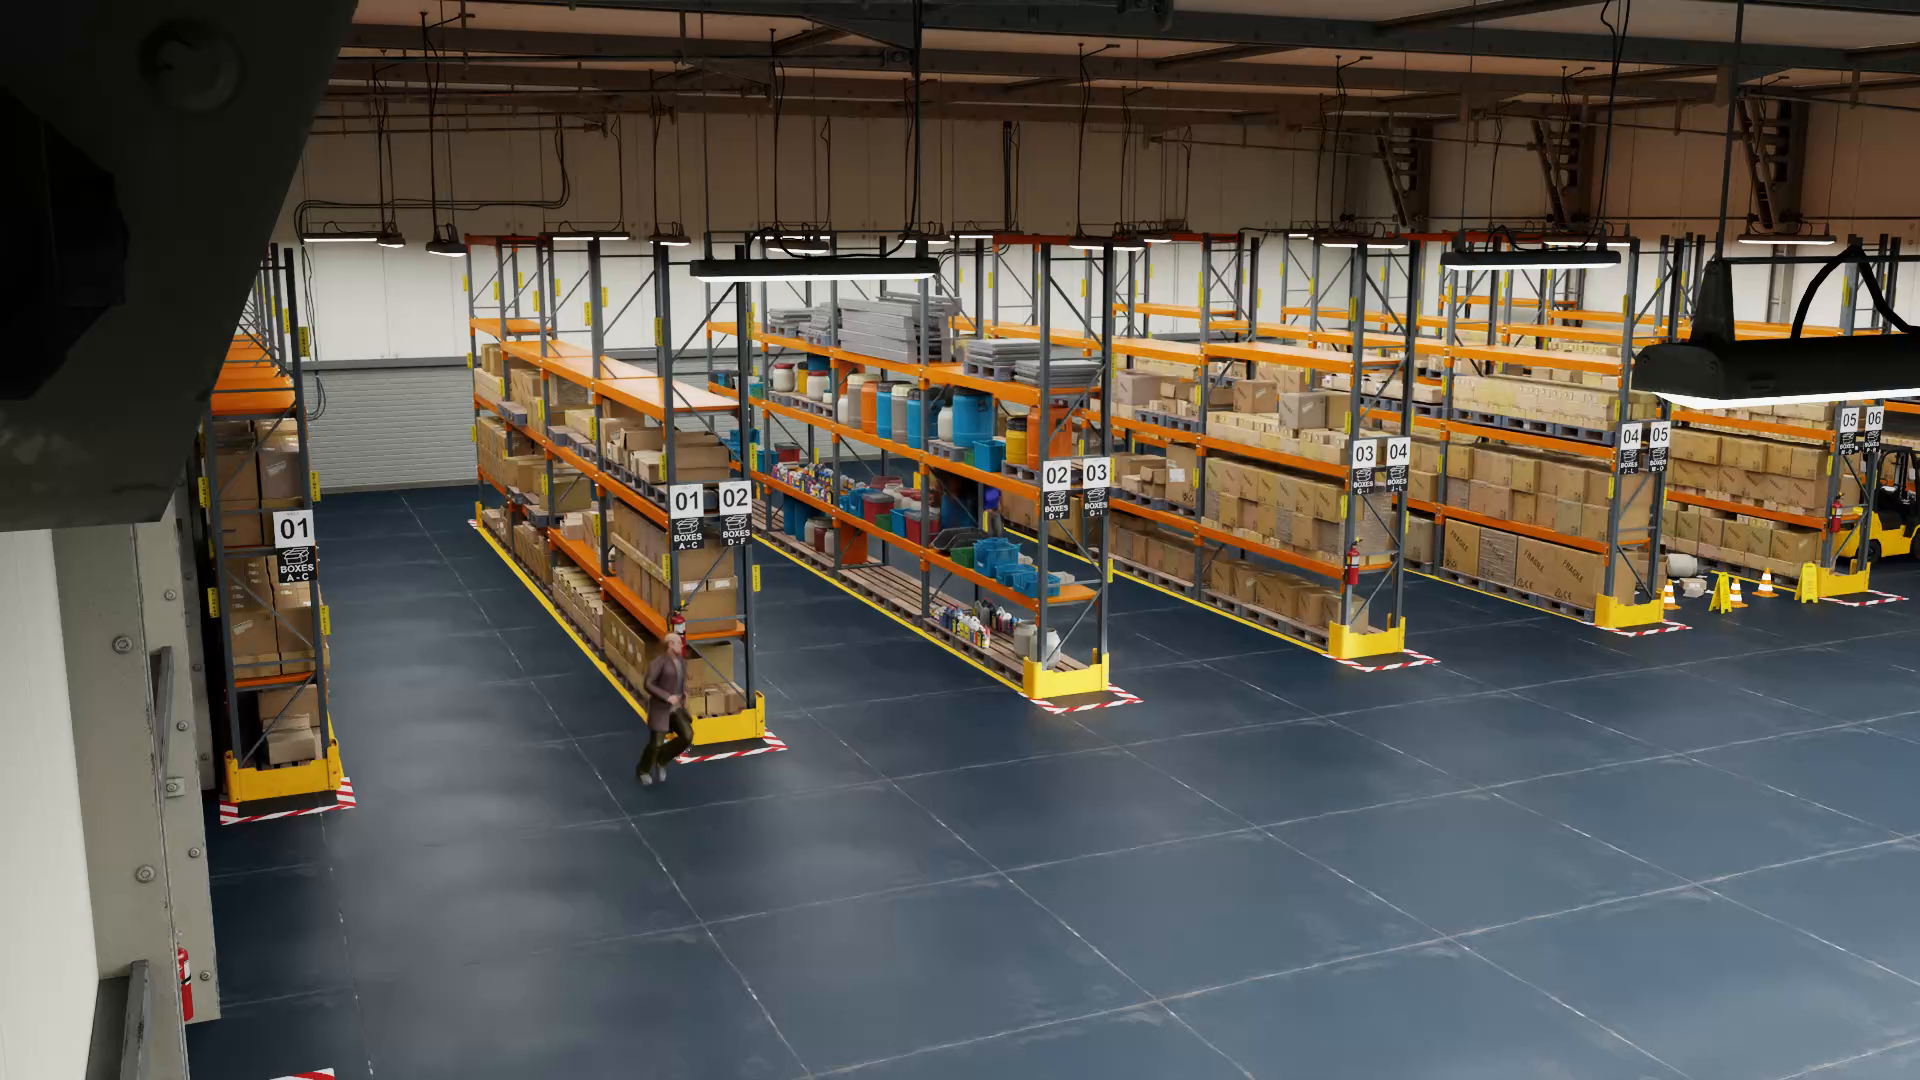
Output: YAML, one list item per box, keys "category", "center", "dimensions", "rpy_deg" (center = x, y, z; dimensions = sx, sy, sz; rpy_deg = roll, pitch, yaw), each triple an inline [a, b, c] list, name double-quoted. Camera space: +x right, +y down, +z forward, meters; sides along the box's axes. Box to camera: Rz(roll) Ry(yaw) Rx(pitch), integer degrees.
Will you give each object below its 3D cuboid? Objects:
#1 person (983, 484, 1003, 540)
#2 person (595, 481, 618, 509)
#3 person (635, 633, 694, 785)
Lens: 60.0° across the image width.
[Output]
- category: "person"
  center: [0.570, -0.447, 30.061]
  dimensions: [0.602, 1.579, 0.681]
  rpy_deg: [-5, 12, -23]
- category: "person"
  center: [-7.194, -0.960, 34.037]
  dimensions: [0.534, 1.575, 0.597]
  rpy_deg: [-6, 13, -30]
- category: "person"
  center: [-3.308, 1.899, 18.963]
  dimensions: [0.656, 1.682, 0.823]
  rpy_deg: [7, 13, 31]
